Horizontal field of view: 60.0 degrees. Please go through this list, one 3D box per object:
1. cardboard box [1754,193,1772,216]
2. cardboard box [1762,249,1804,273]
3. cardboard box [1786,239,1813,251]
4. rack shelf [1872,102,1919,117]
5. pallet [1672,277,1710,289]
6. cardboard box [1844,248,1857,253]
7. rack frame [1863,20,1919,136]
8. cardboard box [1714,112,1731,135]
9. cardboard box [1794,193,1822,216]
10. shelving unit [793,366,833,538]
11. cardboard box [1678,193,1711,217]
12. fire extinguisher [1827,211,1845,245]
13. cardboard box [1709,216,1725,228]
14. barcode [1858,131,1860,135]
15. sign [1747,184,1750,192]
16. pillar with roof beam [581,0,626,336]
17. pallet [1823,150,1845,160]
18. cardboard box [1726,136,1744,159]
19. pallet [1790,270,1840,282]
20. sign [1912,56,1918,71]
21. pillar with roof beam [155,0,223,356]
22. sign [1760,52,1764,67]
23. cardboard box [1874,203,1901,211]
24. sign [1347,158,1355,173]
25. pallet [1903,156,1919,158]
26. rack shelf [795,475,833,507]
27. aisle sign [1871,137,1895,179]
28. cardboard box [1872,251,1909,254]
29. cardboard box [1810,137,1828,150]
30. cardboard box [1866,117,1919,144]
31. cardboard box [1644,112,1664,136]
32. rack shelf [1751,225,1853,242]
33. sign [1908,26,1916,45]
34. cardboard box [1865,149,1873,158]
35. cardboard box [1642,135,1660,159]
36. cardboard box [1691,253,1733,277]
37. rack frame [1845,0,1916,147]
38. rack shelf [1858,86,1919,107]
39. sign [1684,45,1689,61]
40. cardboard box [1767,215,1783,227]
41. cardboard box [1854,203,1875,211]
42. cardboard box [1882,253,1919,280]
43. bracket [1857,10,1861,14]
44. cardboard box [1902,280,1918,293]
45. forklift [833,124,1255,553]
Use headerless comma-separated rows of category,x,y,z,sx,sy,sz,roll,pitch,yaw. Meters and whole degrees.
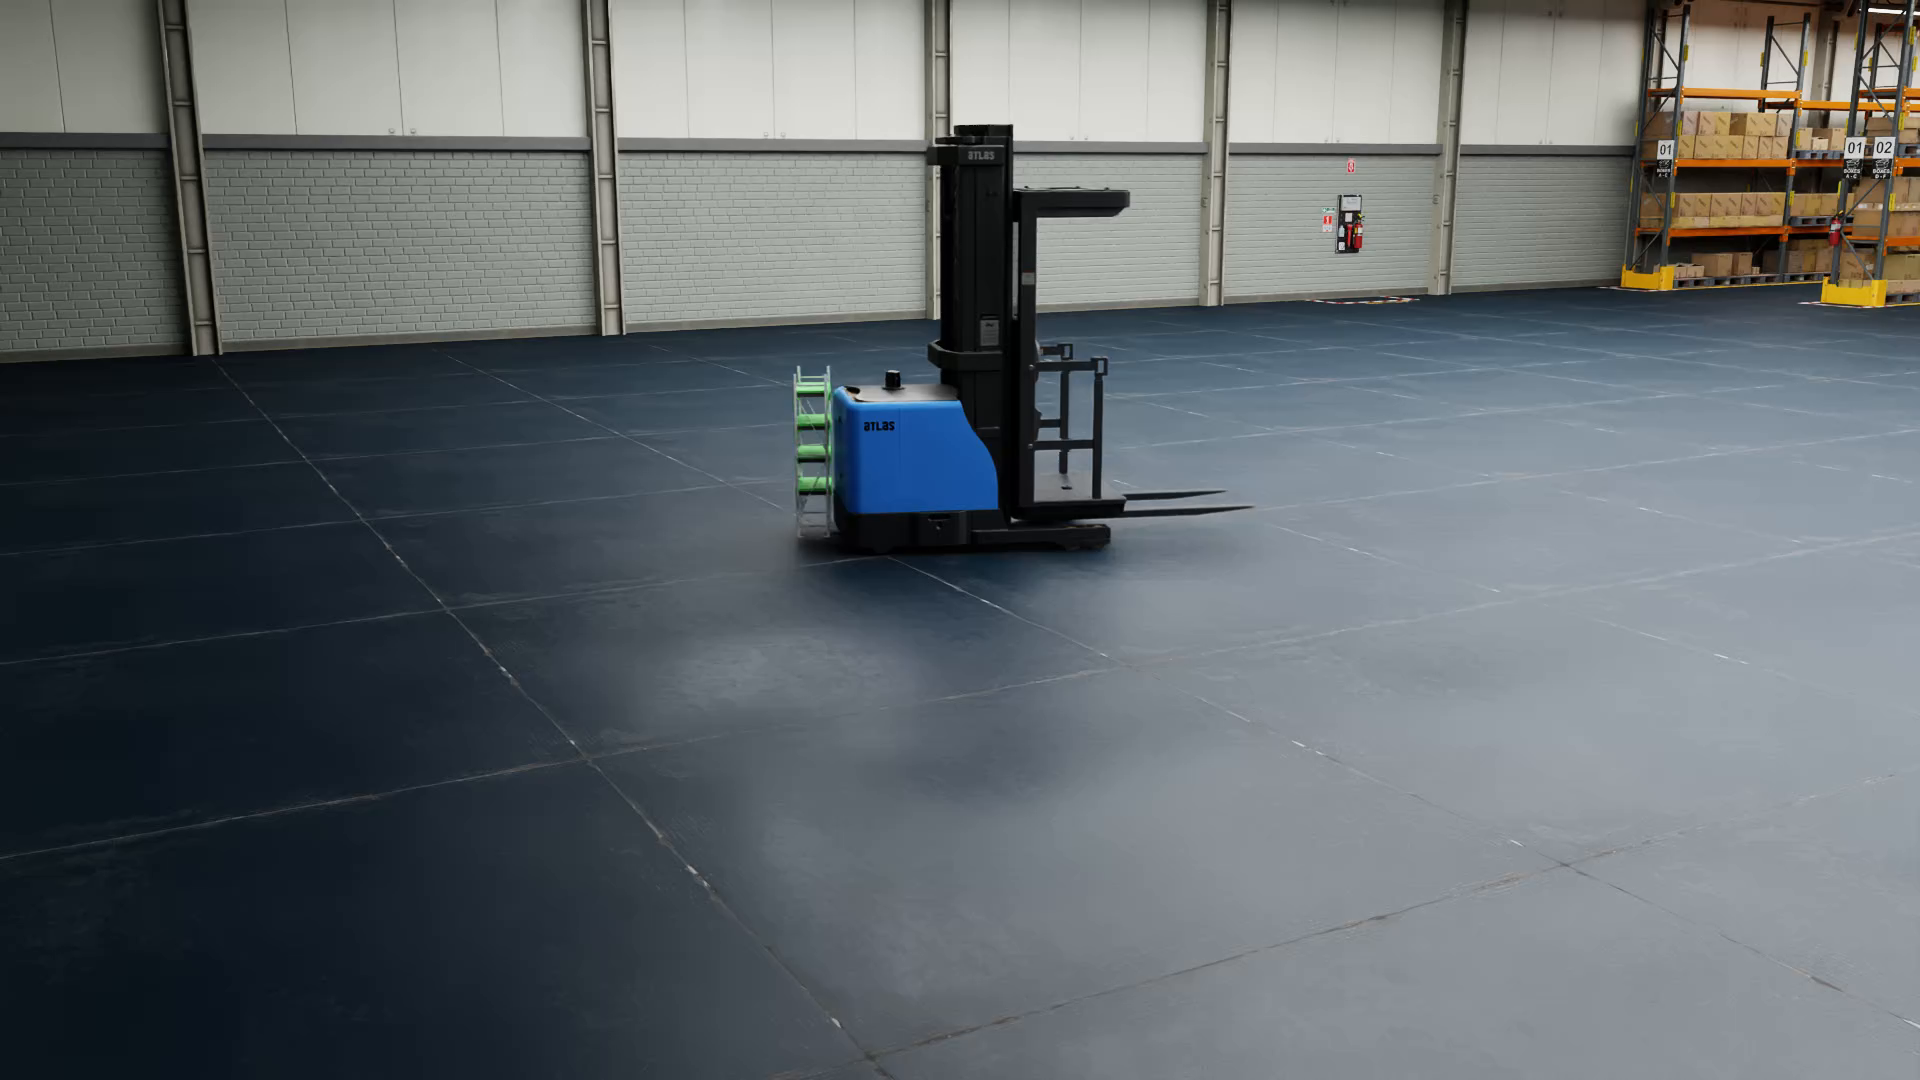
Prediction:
cardboard box,18.038,-7.632,37.778,0.500,0.500,0.500,-7,14,-28
cardboard box,19.379,-6.568,39.155,0.500,0.500,0.700,-6,14,-26
cardboard box,19.764,-6.981,39.281,0.500,0.250,0.500,-7,15,-29
rack shelf,24.007,-10.505,40.839,4.000,0.370,1.077,-7,14,-28
pallet,16.026,-5.798,37.392,1.213,0.211,1.003,-7,14,-28
cardboard box,21.137,-6.791,40.144,0.500,0.500,0.700,-7,14,-28
rack frame,22.252,-10.840,39.782,0.127,3.000,1.000,-7,14,-28
cardboard box,16.593,-9.174,36.661,0.500,0.500,0.500,-6,14,-26
cardboard box,19.698,-7.860,38.975,0.500,0.500,0.700,-5,14,-22
shelving unit,-1.085,-0.659,12.307,0.258,1.200,0.503,0,13,-2
cardboard box,16.231,-7.417,36.821,0.500,0.500,0.500,-7,14,-28
fire extinguisher,17.280,-6.157,32.811,0.183,0.674,0.296,-7,14,-28
cardboard box,16.709,-7.108,37.159,0.500,0.250,0.500,-7,15,-29
barcode,17.640,-7.989,32.621,0.075,0.075,0.001,-7,14,-28
sign,18.472,-8.164,38.917,0.005,0.325,0.100,-7,14,-28
pillar with roof beam,-3.573,-6.884,22.204,0.400,9.000,9.100,-7,14,-28
pallet,20.242,-9.019,38.946,1.003,0.211,1.213,-7,14,-28
cardboard box,17.045,-8.746,37.036,0.500,0.500,0.500,-6,14,-24
pallet,20.495,-6.344,39.816,1.213,0.211,1.003,-7,14,-28
sign,22.520,-11.231,39.210,0.005,0.325,0.100,-7,14,-28
pillar with roof beam,-8.840,-6.253,19.400,0.400,9.000,9.100,-7,14,-28
sign,18.470,-11.059,38.264,0.005,0.325,0.100,-7,14,-28
cardboard box,18.054,-6.483,32.377,0.250,0.149,0.380,-7,14,-28
sign,7.921,-7.578,33.668,0.199,0.298,0.001,-7,14,-28
pallet,22.791,-9.363,40.478,1.003,0.211,1.213,-6,14,-25
rack shelf,-1.085,-0.363,12.374,0.258,0.148,0.480,0,13,-2
aisle sign,17.696,-7.320,31.882,0.004,0.787,0.394,-7,14,-28
cardboard box,18.805,-5.569,33.619,0.500,0.500,0.500,-7,14,-28
cardboard box,19.799,-9.224,38.680,0.500,0.311,0.500,-6,14,-26
cardboard box,18.113,-7.964,32.323,0.637,0.503,0.797,-6,14,-24
cardboard box,15.483,-9.177,36.674,0.500,0.500,0.500,-6,14,-25
rack shelf,20.496,-7.352,39.584,4.000,0.370,1.077,-7,14,-28
sign,17.867,-9.470,31.204,0.005,0.325,0.100,-7,14,-28
cardboard box,21.749,-9.215,39.551,0.500,0.311,0.500,-7,14,-28
cardboard box,15.475,-8.686,36.770,0.500,0.500,0.500,-6,14,-24
cardboard box,17.048,-6.250,37.740,0.500,0.500,0.700,-8,15,-31
rack frame,17.606,-9.044,31.802,0.127,3.000,1.000,-7,14,-28
rack shelf,19.362,-8.709,32.859,4.000,0.370,1.077,-7,14,-28
sign,15.490,-10.388,35.466,0.005,0.325,0.100,-7,14,-28
cardboard box,18.470,-7.321,38.104,0.500,0.250,0.500,-7,14,-28
cardboard box,17.851,-6.560,32.720,0.250,0.149,0.380,-7,15,-29
cardboard box,18.622,-5.413,32.929,0.500,0.500,0.500,-7,14,-28
bracket,21.230,-12.601,39.409,0.430,0.232,0.235,-7,14,-28
cardboard box,18.621,-5.048,33.013,0.500,0.250,0.500,-7,14,-28
forklift,0.620,-1.473,11.979,3.031,2.935,1.130,-2,13,-10
